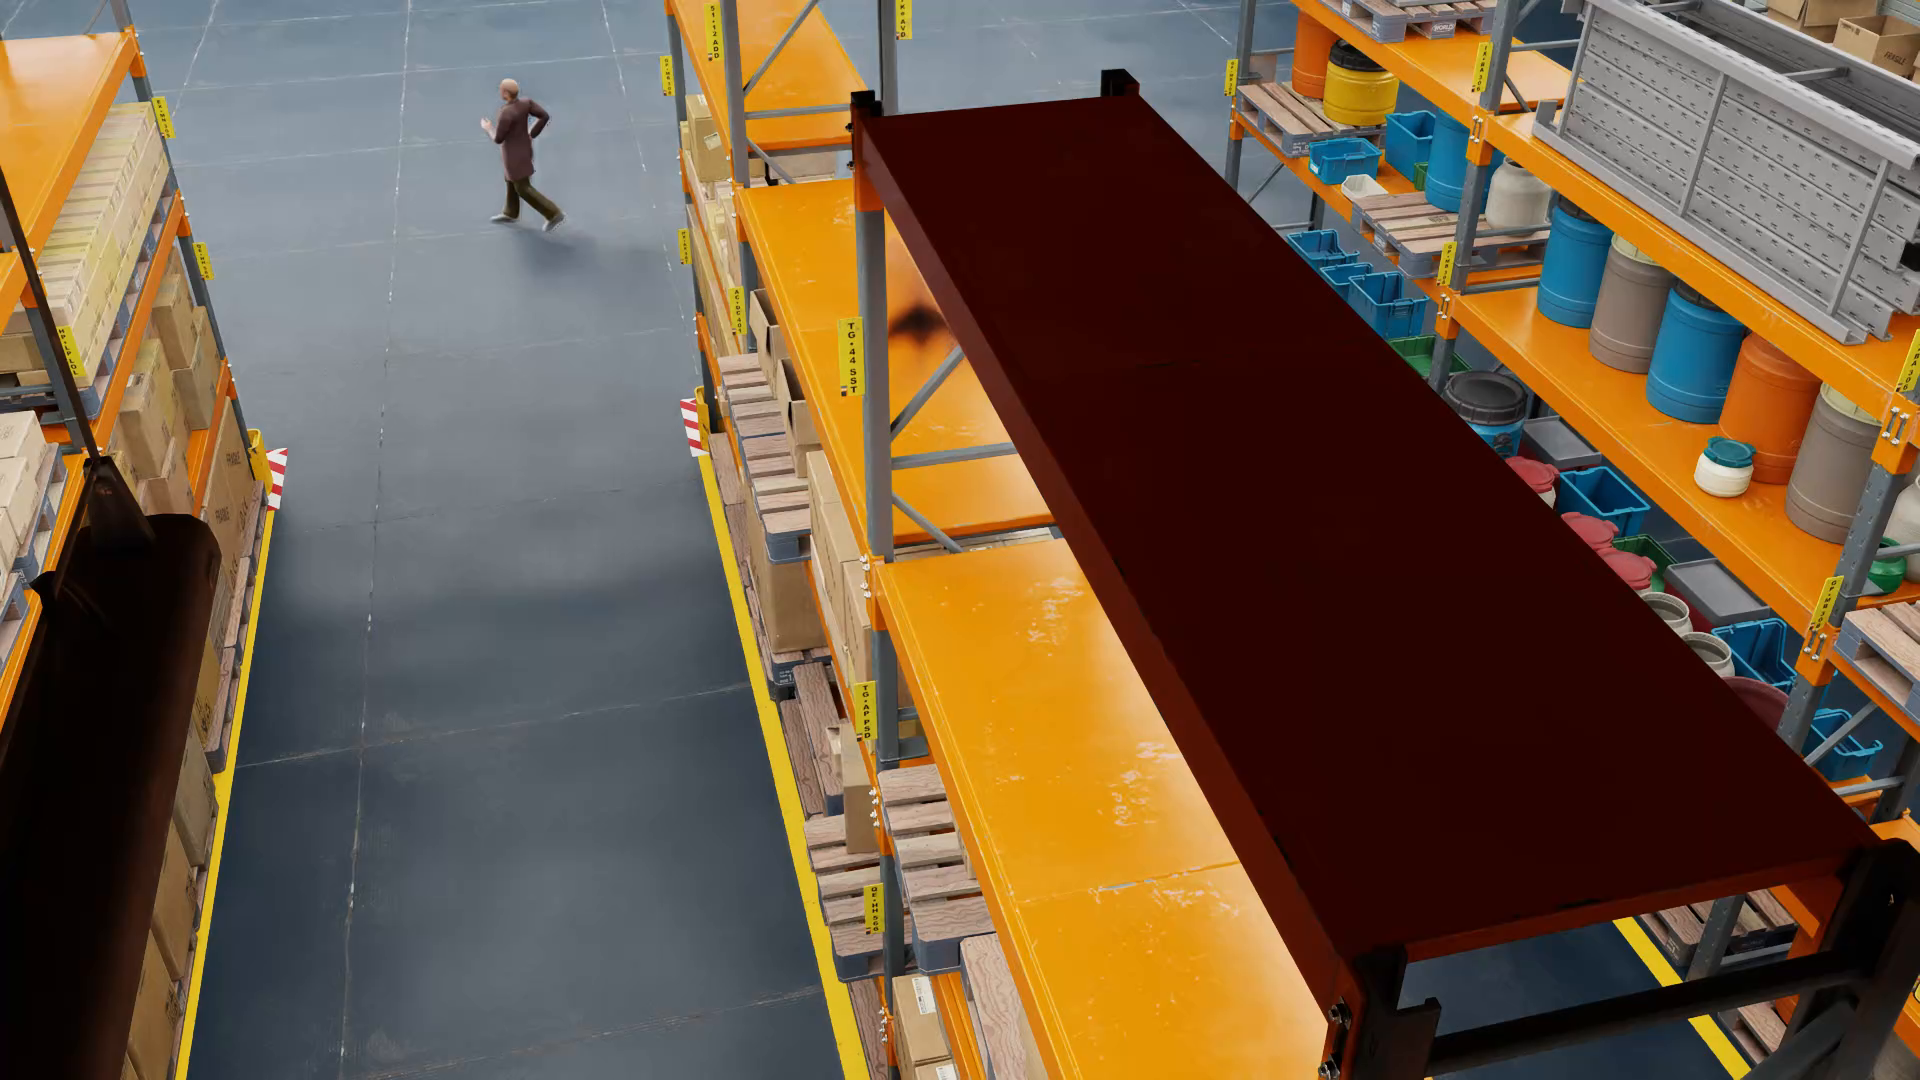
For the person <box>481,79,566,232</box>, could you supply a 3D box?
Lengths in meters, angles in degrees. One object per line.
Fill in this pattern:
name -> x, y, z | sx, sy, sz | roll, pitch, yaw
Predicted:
person -> -4.999, -4.355, 18.827 | 1.064, 1.765, 0.703 | 9, 35, 13
